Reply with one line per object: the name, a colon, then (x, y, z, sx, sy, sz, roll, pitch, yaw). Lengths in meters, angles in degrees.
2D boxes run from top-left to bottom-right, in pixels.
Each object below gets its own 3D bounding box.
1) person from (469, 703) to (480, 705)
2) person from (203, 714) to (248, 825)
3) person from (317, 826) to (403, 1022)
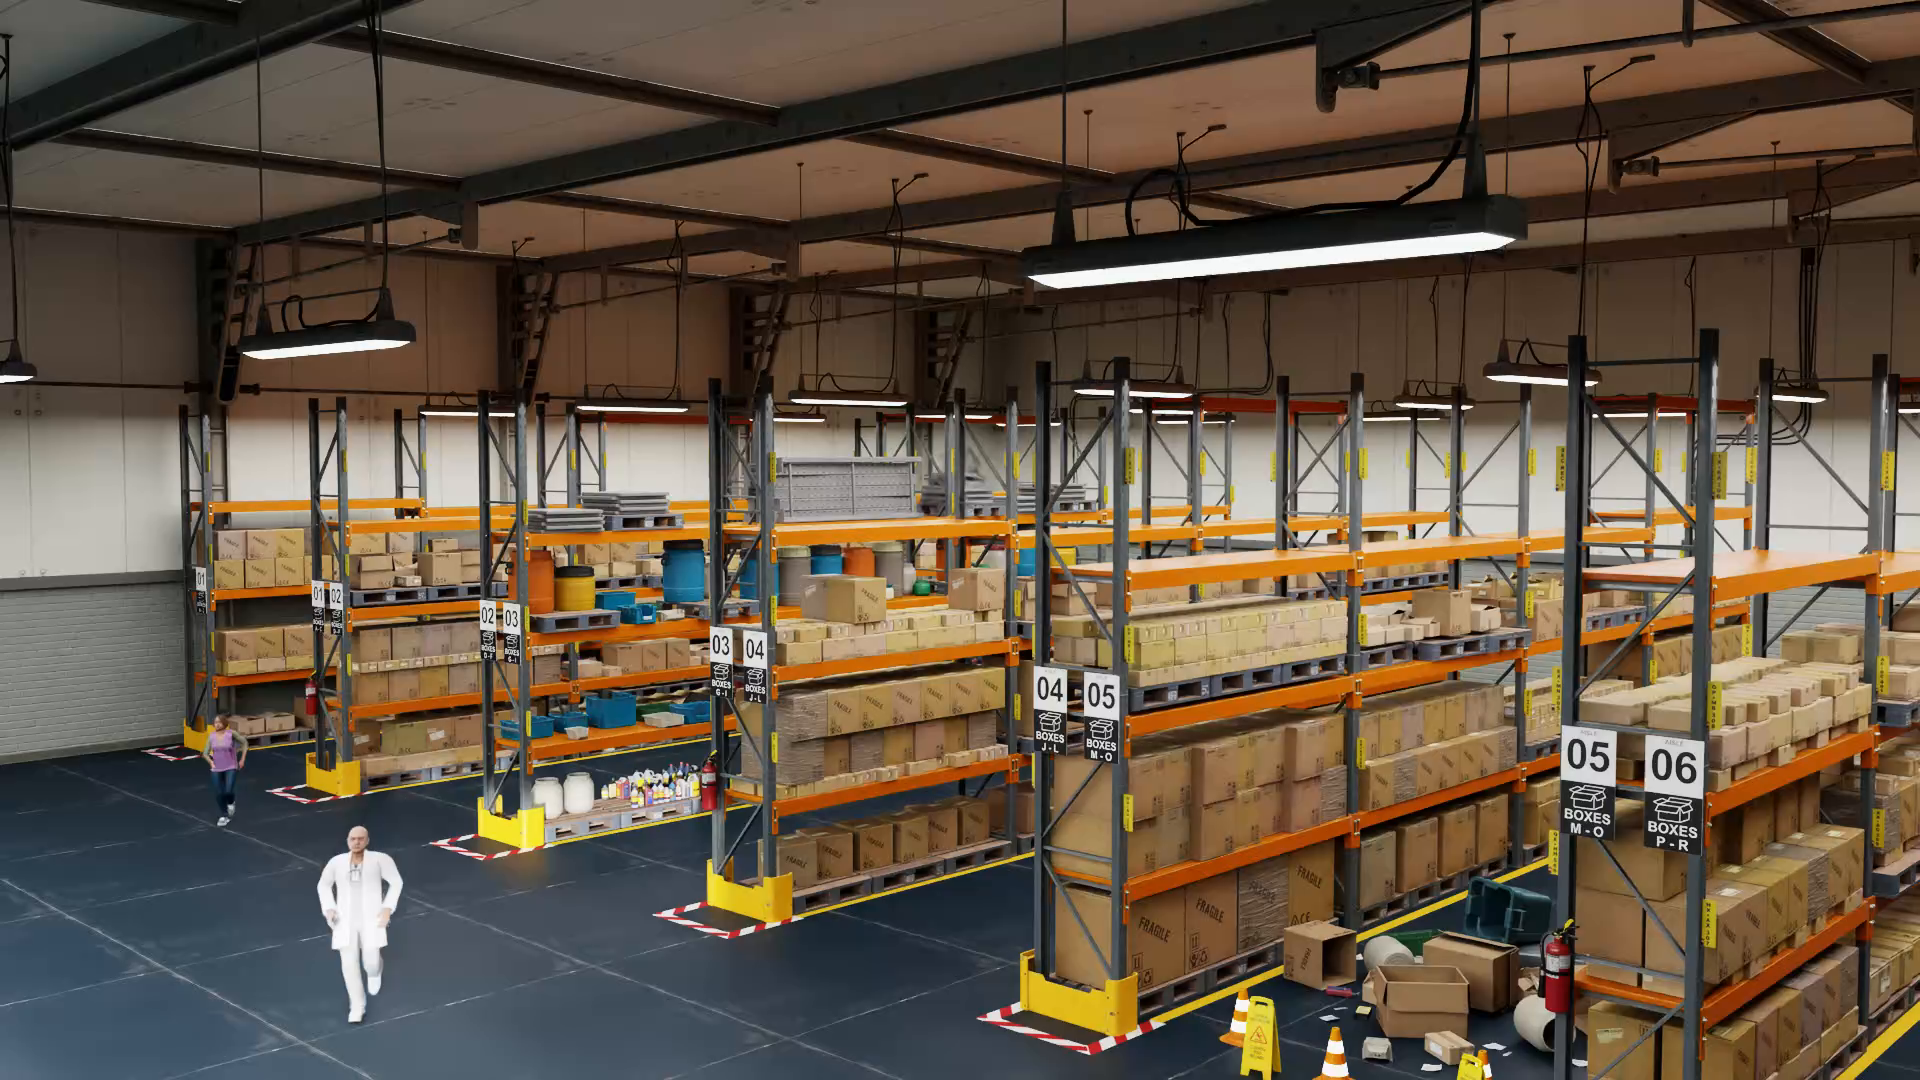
person: (-8.451, 2.752, 29.197, 0.671, 1.787, 0.809, 2, 4, 37)
person: (-10.140, 3.189, 22.923, 0.551, 1.538, 0.605, -1, 3, -11)
person: (-5.519, 3.483, 15.303, 0.752, 1.733, 0.774, -1, 3, -12)
